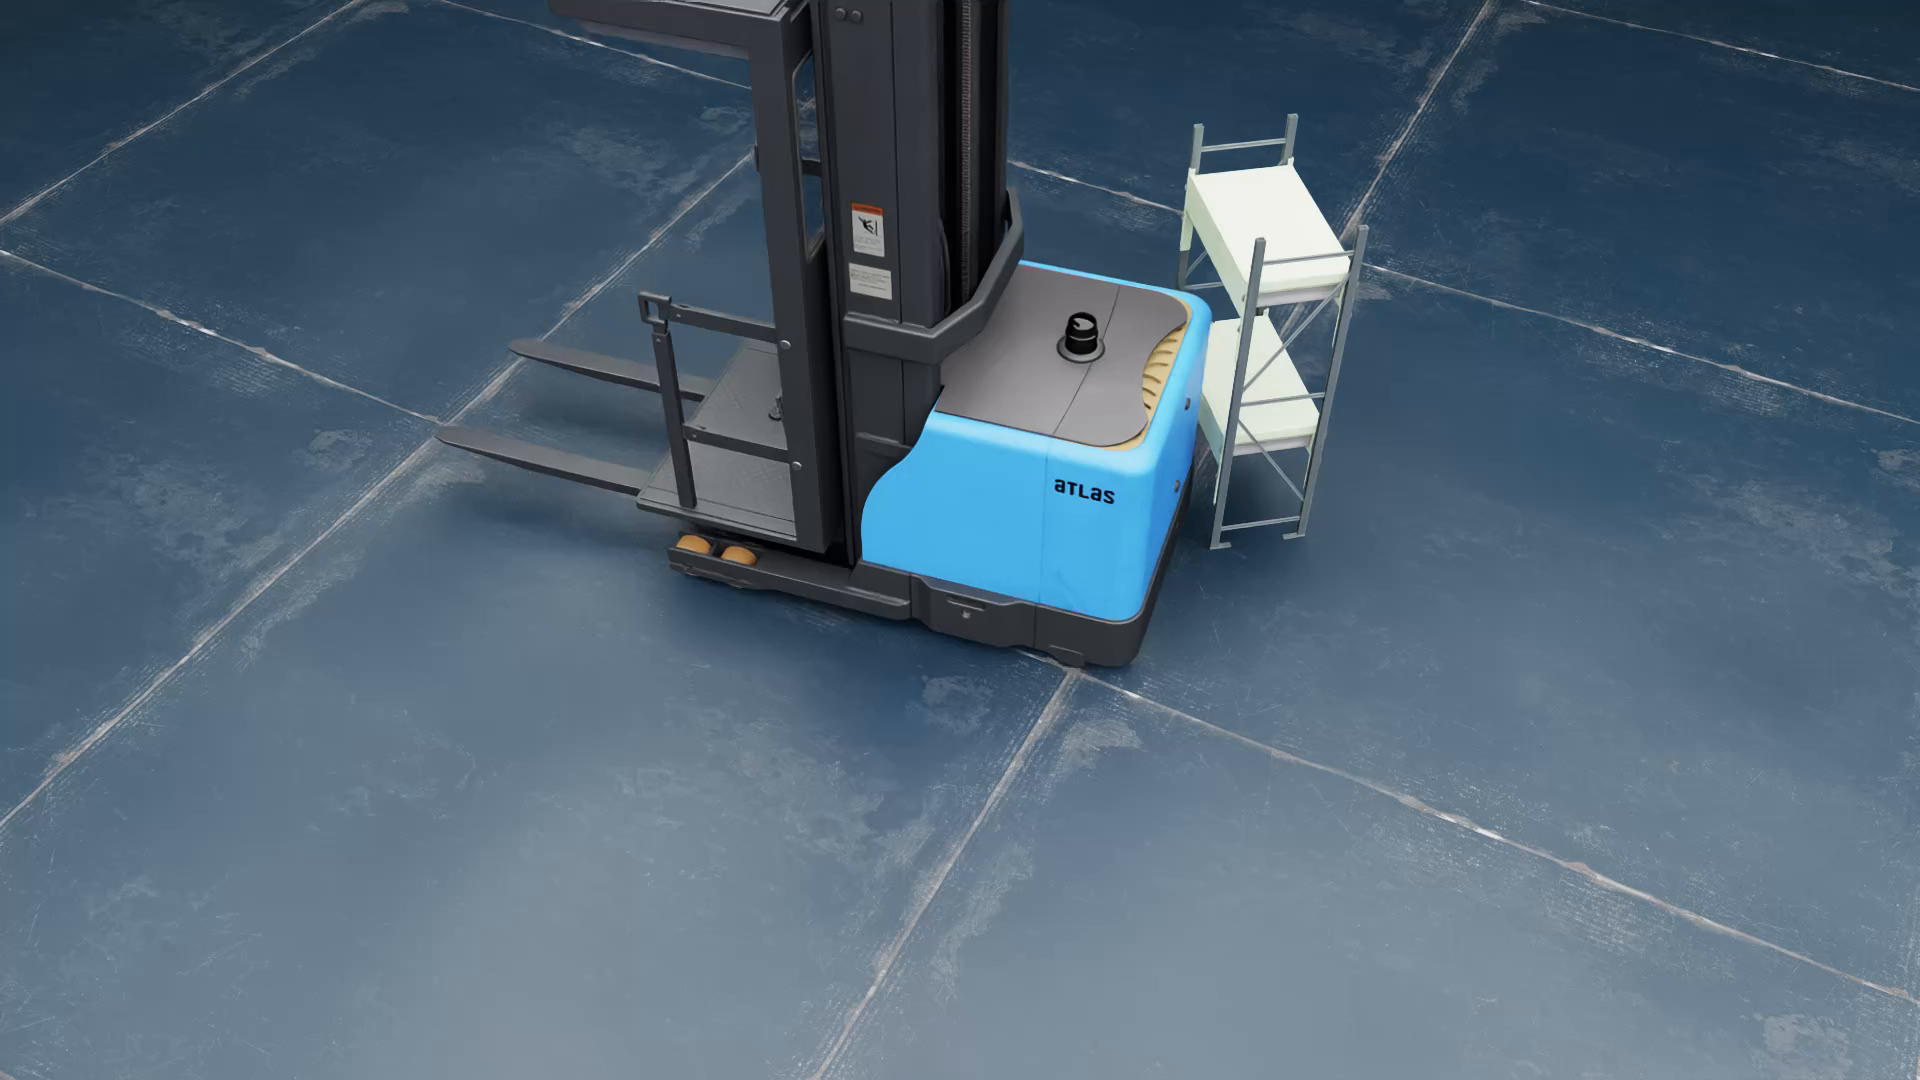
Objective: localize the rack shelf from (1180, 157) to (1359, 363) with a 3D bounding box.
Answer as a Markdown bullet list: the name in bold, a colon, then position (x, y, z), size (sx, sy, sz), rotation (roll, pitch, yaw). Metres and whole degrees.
- **rack shelf**: position (1.133, -1.051, 6.185), size (0.431, 0.370, 0.720), rotation (-8, 46, -8)

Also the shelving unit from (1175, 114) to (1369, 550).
- **shelving unit**: position (1.133, -0.777, 6.463), size (0.431, 1.500, 0.755), rotation (-8, 46, -8)

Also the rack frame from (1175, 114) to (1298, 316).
- **rack frame**: position (1.064, -1.032, 6.716), size (0.400, 1.500, 0.023), rotation (-8, 46, -8)

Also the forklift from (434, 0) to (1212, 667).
- **forklift**: position (-0.631, -1.185, 5.860), size (3.031, 2.935, 1.130), rotation (13, 47, 13)

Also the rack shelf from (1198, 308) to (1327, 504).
- **rack shelf**: position (1.133, -0.547, 6.695), size (0.431, 0.370, 0.720), rotation (-8, 46, -8)

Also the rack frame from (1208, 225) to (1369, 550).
- **rack frame**: position (1.203, -0.521, 6.210), size (0.400, 1.500, 0.023), rotation (-8, 46, -8)
